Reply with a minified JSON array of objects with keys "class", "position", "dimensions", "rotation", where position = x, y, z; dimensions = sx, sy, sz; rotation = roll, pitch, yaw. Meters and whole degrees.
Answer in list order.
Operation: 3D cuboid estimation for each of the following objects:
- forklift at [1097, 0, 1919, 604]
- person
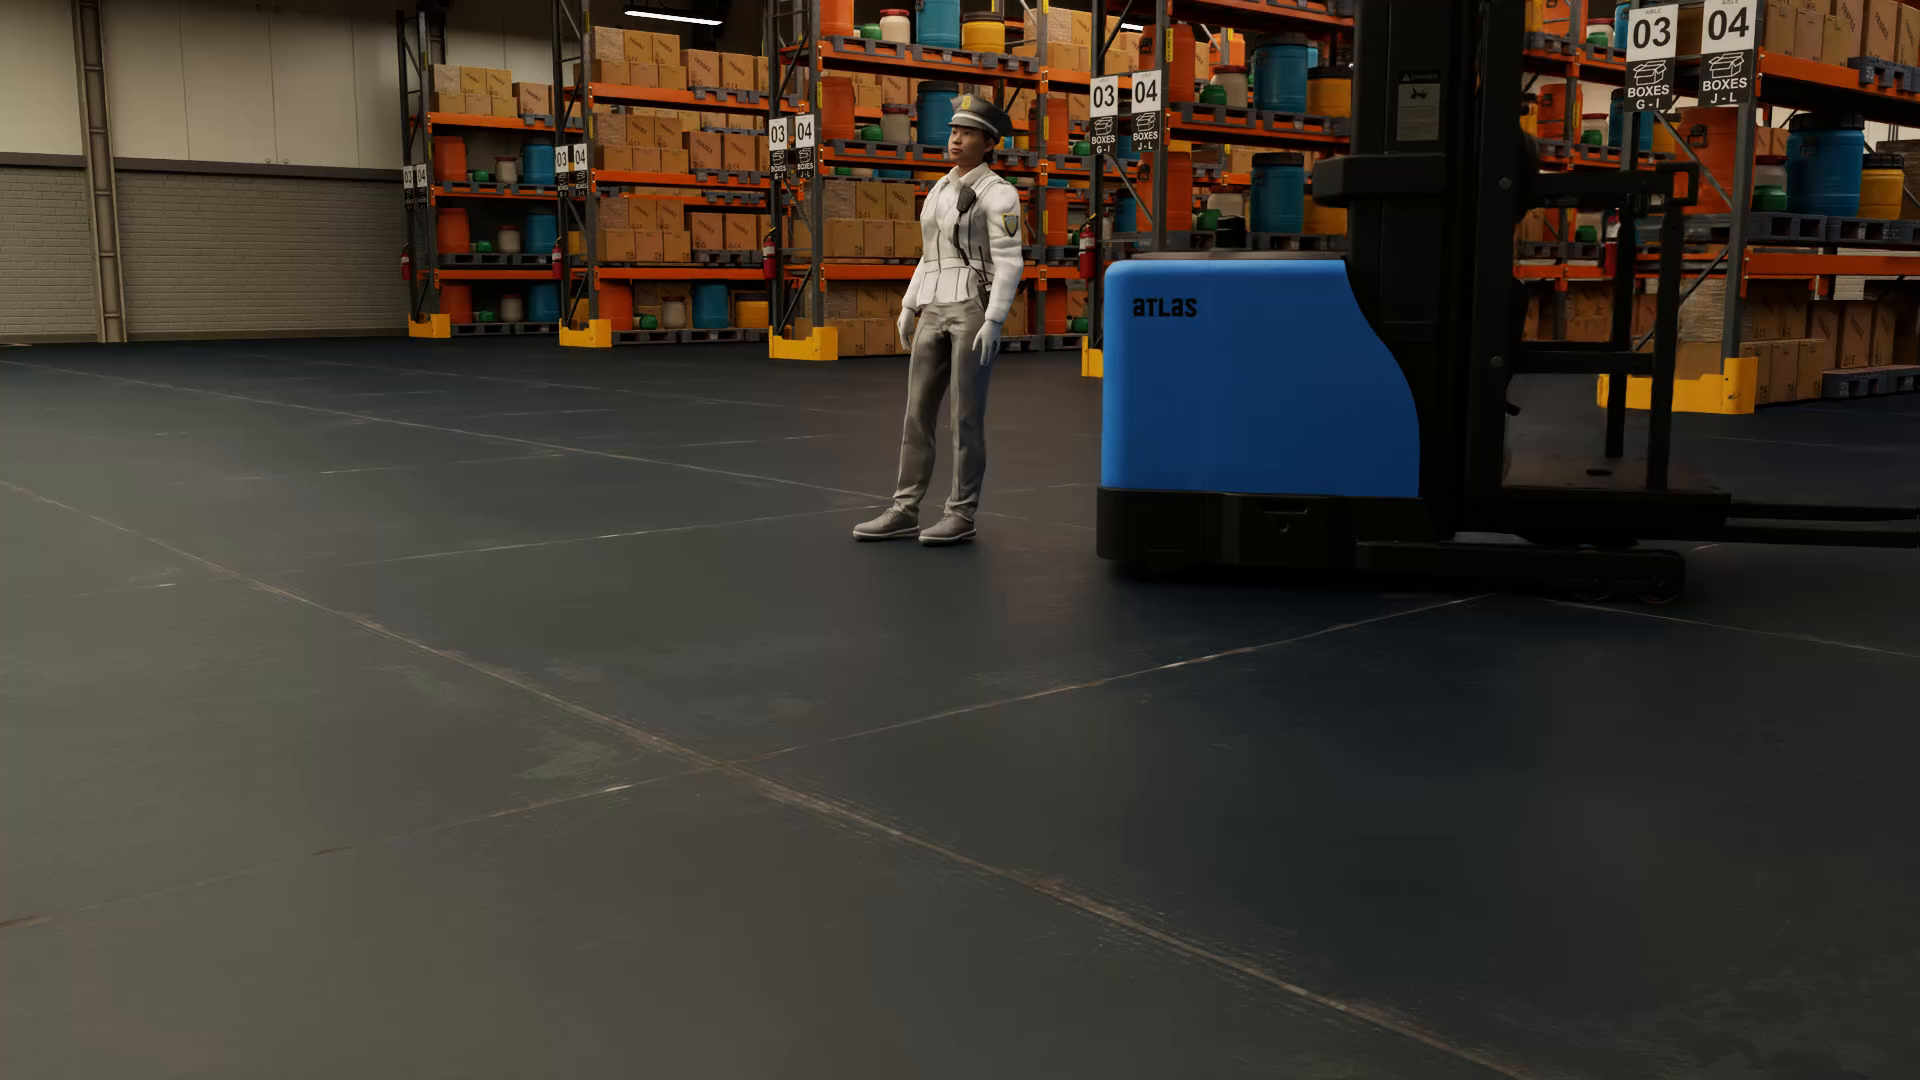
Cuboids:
[{"class":"forklift","position":[2.046,-1.335,5.584],"dimensions":[3.031,2.935,1.130],"rotation":[2,9,14]},{"class":"person","position":[-0.057,-0.838,6.370],"dimensions":[0.530,1.694,0.586],"rotation":[-8,12,-40]}]
